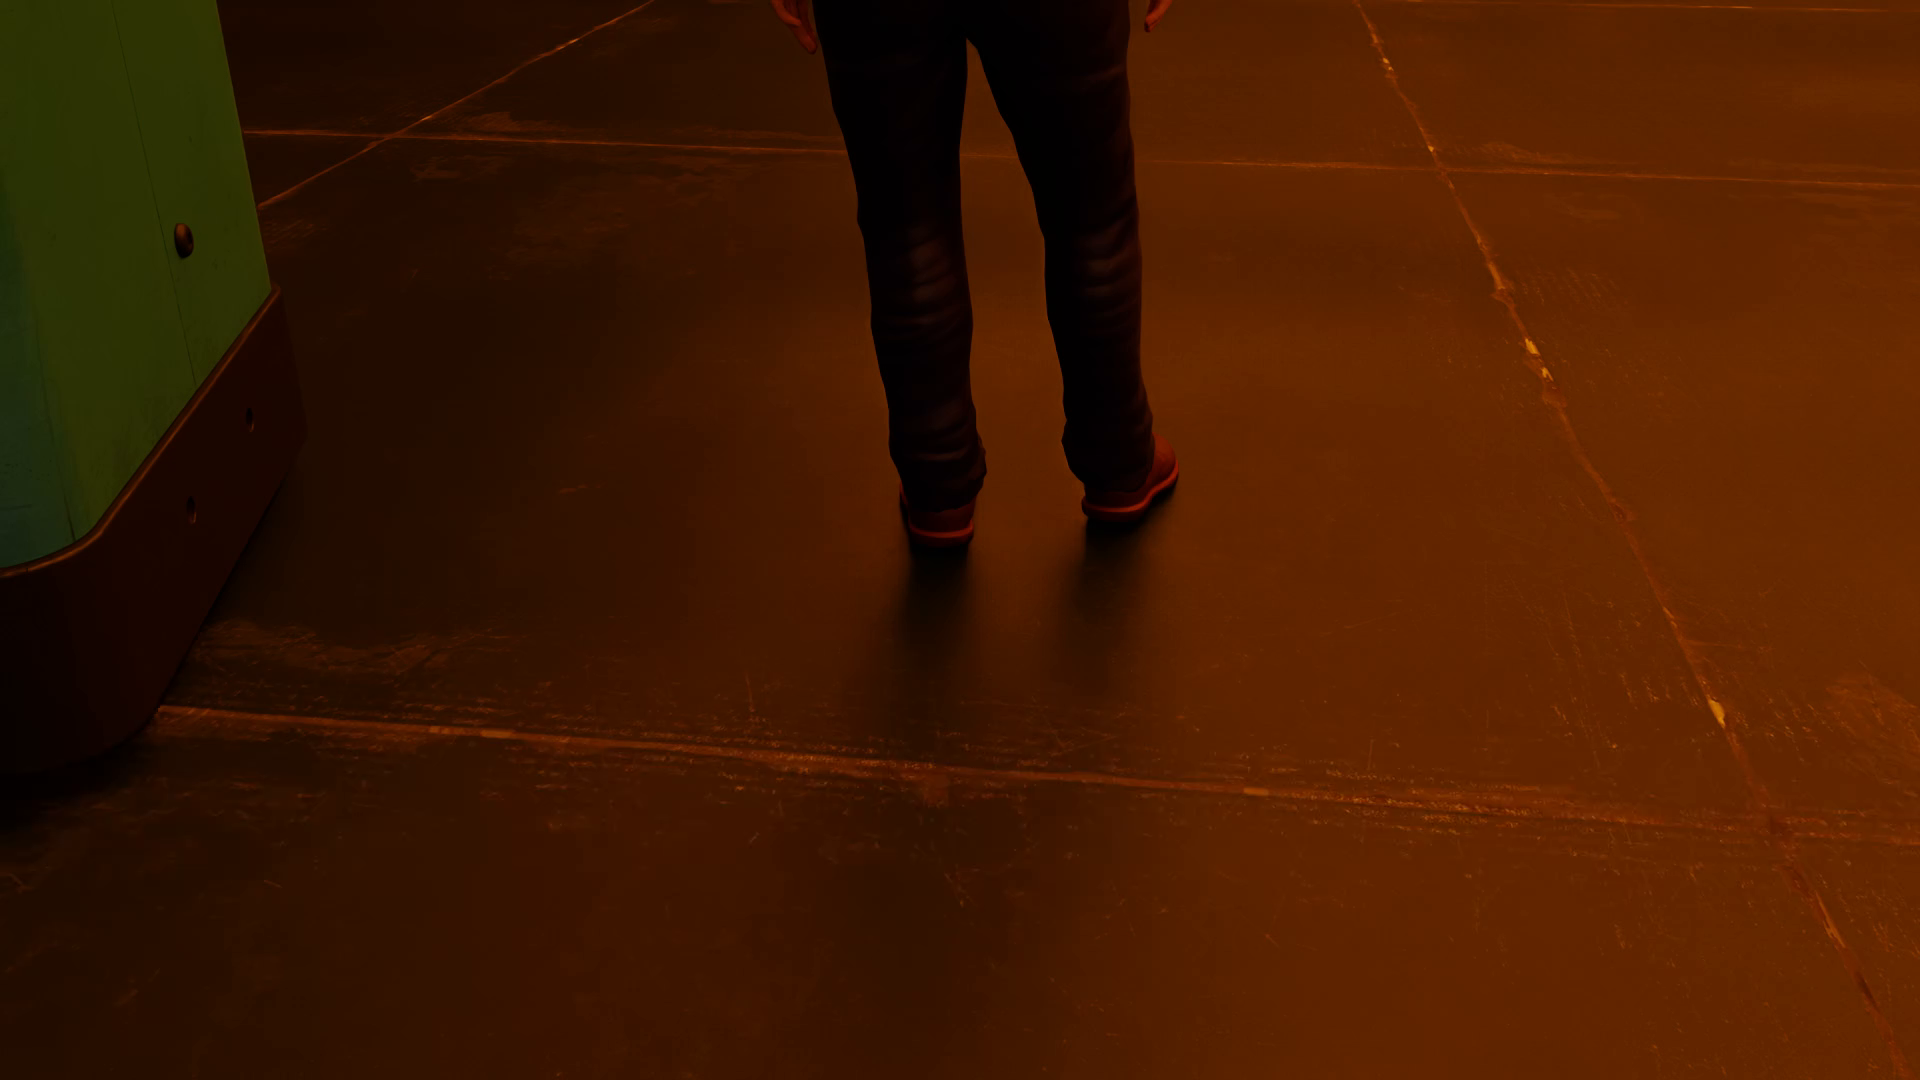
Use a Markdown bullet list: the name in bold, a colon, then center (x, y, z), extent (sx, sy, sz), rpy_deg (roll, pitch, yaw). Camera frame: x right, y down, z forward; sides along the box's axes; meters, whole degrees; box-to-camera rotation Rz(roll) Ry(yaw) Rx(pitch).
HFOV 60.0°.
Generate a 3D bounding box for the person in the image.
- **person**: center (0.034, -0.782, 2.205), extent (0.599, 1.650, 0.503), rpy_deg (3, 27, 7)

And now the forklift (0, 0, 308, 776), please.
- **forklift**: center (-2.496, -1.138, 1.499), extent (3.031, 2.935, 1.130), rpy_deg (-3, 27, -7)
